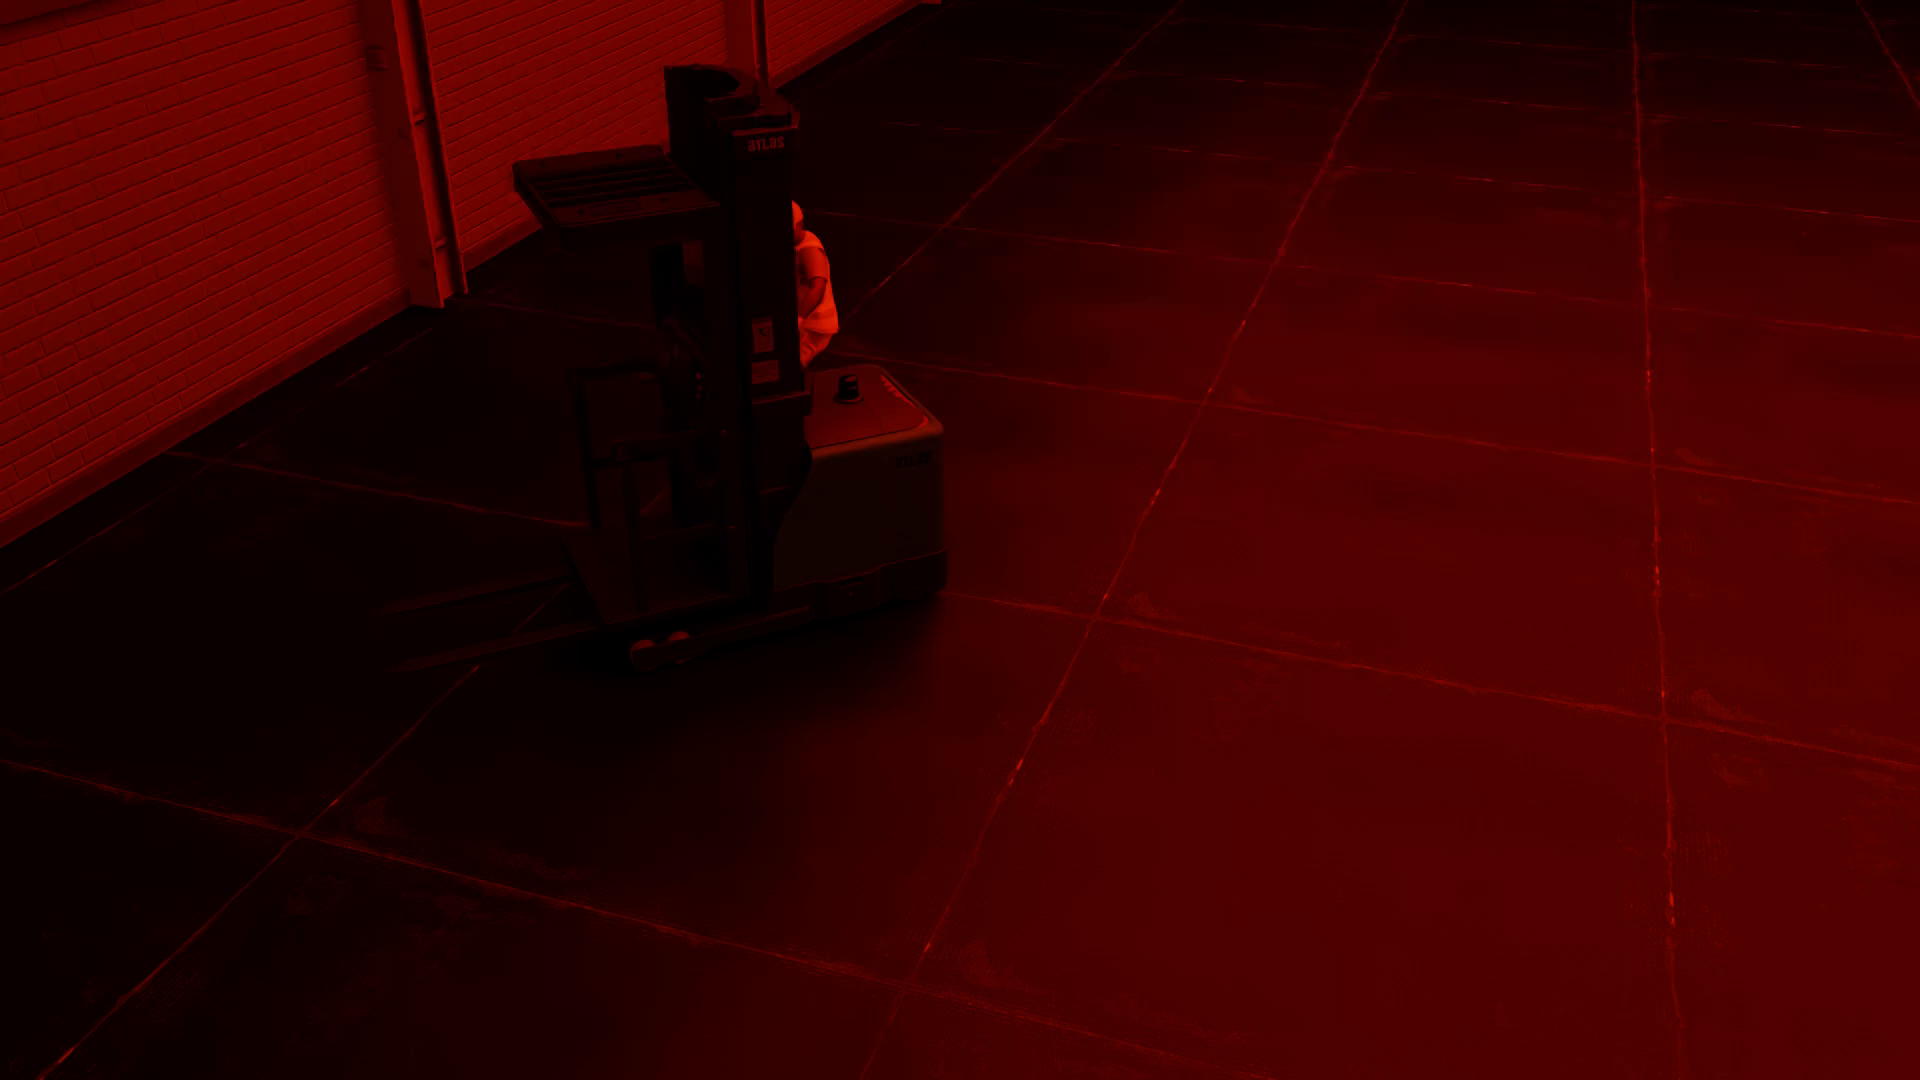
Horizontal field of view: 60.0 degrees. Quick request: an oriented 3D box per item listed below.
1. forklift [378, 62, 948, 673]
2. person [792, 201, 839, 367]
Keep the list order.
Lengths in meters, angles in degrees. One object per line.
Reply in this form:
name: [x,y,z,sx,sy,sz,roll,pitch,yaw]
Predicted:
forklift: [-1.631,-0.871,8.664,3.031,2.935,1.130,-13,32,-21]
person: [-1.050,-1.486,11.126,0.505,1.665,1.209,-3,30,-4]
